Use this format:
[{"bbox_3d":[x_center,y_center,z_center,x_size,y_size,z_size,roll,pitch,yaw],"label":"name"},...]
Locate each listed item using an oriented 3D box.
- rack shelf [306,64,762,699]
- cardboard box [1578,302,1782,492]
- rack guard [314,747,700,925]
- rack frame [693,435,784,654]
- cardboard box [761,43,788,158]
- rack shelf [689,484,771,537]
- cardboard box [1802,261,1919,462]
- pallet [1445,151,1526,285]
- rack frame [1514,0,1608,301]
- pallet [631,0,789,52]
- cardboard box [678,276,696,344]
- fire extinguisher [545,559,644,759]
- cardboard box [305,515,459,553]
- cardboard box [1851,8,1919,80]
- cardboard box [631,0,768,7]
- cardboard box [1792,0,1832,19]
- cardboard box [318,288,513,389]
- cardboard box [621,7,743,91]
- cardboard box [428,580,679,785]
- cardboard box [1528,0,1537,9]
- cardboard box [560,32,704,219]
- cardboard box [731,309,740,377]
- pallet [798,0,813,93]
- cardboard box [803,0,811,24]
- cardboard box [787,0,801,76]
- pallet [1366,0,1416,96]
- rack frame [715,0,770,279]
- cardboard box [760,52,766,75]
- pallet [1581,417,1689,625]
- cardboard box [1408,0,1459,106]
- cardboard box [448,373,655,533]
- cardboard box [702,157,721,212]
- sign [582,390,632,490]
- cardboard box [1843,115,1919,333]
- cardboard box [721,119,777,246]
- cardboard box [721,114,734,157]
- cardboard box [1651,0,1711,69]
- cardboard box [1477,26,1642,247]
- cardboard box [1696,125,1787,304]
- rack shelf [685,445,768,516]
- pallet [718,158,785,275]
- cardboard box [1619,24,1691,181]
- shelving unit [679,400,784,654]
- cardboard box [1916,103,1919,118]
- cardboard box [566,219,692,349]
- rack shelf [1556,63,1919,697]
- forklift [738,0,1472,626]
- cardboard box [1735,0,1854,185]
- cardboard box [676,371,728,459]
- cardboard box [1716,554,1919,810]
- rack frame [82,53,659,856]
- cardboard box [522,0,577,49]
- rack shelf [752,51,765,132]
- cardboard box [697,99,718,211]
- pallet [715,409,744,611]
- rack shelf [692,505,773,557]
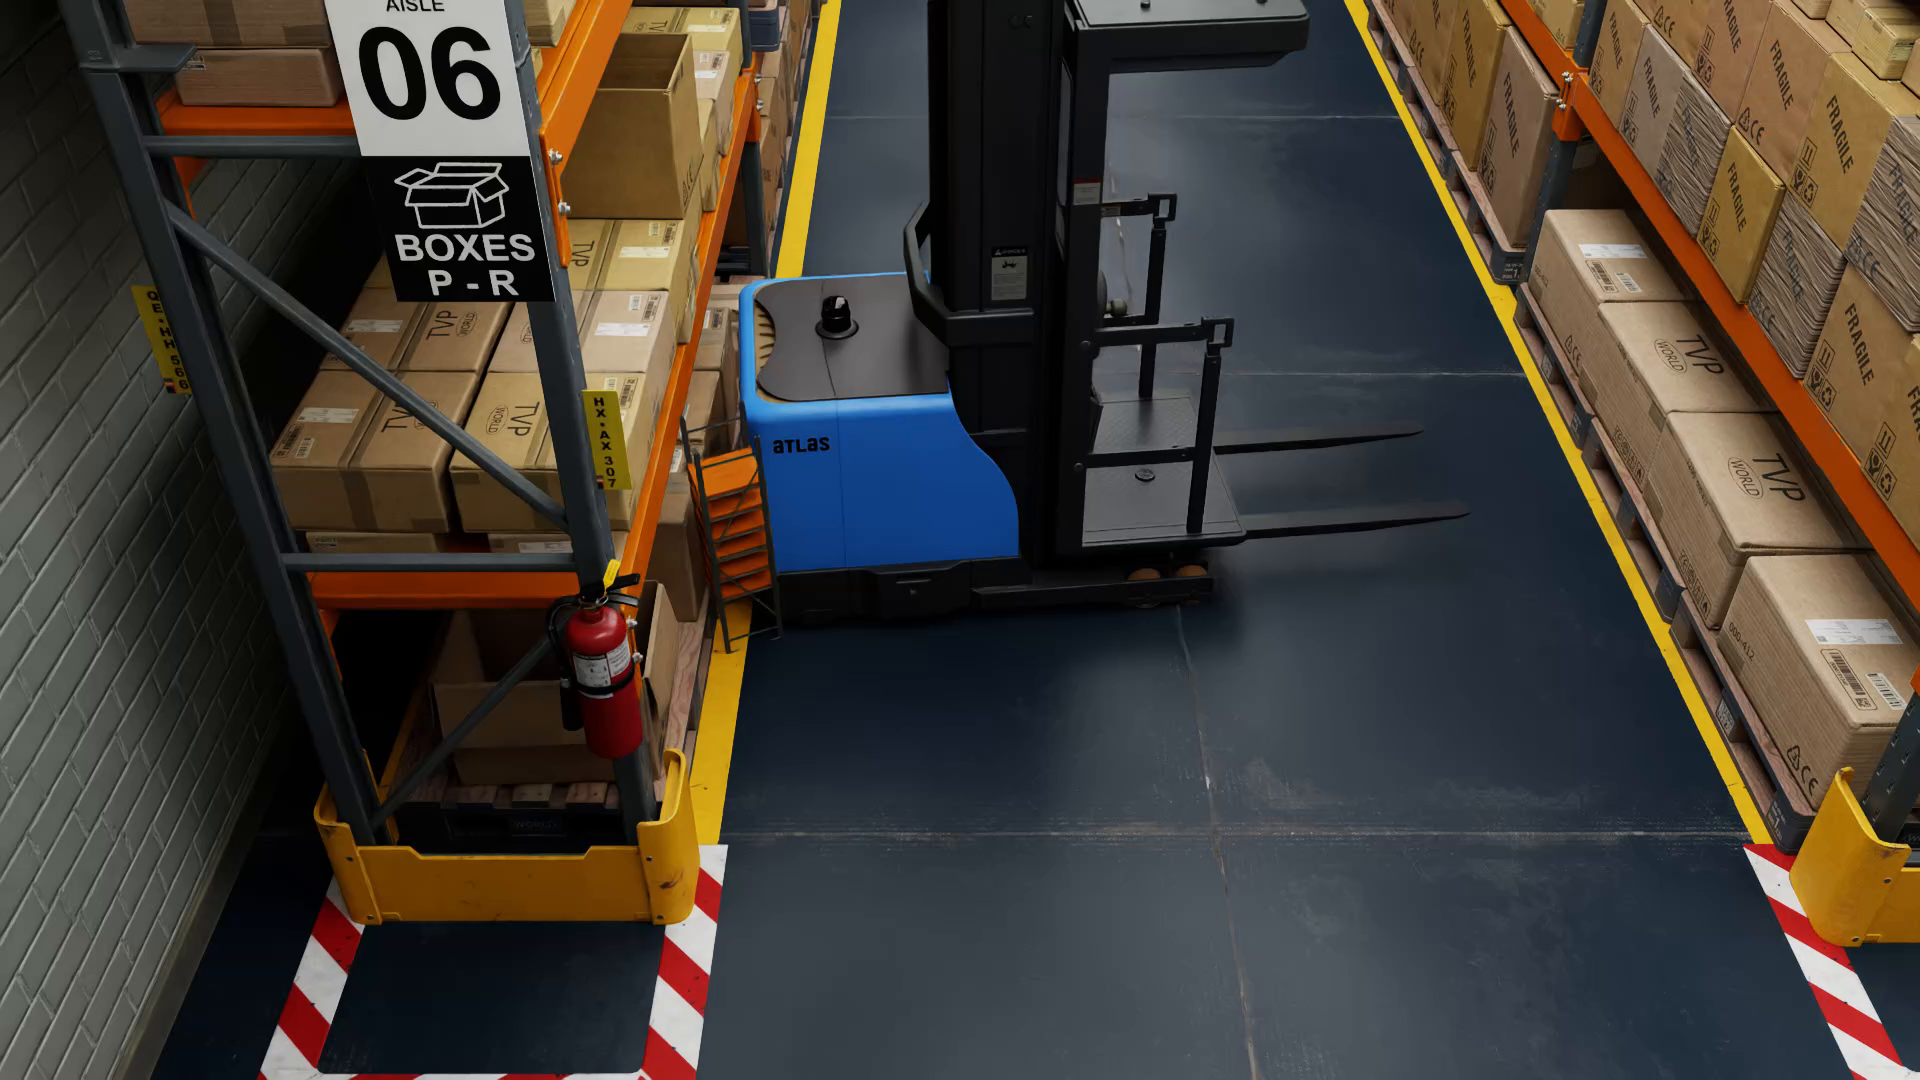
[{"bbox_3d":[-1.500,-0.899,6.549,1.077,0.370,4.000,0,39,0],"label":"rack shelf"},{"bbox_3d":[3.356,-0.648,7.373,0.875,0.438,0.875,-1,39,-1],"label":"cardboard box"},{"bbox_3d":[-1.498,0.999,5.604,1.175,0.500,0.348,0,39,0],"label":"rack guard"},{"bbox_3d":[-0.820,0.048,6.246,0.240,1.200,0.006,-17,53,-14],"label":"rack frame"},{"bbox_3d":[-1.285,-2.567,9.718,0.500,0.500,0.500,-1,39,-1],"label":"cardboard box"},{"bbox_3d":[-0.851,-0.142,6.147,0.258,0.103,0.180,-17,53,-14],"label":"rack shelf"},{"bbox_3d":[3.215,-0.590,5.507,0.500,0.500,0.500,-1,39,-1],"label":"cardboard box"},{"bbox_3d":[3.385,-1.831,9.366,1.003,0.211,1.213,0,39,0],"label":"pallet"},{"bbox_3d":[3.461,-2.437,7.892,1.000,3.000,0.127,0,39,0],"label":"rack frame"},{"bbox_3d":[-1.395,-2.856,8.568,1.003,0.211,1.213,0,39,0],"label":"pallet"},{"bbox_3d":[-1.176,-0.843,6.104,0.380,0.149,0.250,-1,39,-1],"label":"cardboard box"},{"bbox_3d":[-1.036,0.338,4.790,0.296,0.674,0.183,0,39,0],"label":"fire extinguisher"},{"bbox_3d":[-1.767,-0.038,5.100,0.380,0.149,0.250,0,39,-1],"label":"cardboard box"},{"bbox_3d":[3.208,-1.640,5.499,0.380,0.149,0.250,1,39,1],"label":"cardboard box"},{"bbox_3d":[-1.280,-2.936,8.100,0.700,0.500,0.500,1,39,1],"label":"cardboard box"},{"bbox_3d":[3.185,-1.969,5.910,0.380,0.149,0.250,0,39,0],"label":"cardboard box"},{"bbox_3d":[-1.763,-0.597,5.478,0.500,0.250,0.500,0,39,0],"label":"cardboard box"},{"bbox_3d":[-1.258,-2.170,7.441,0.500,0.250,0.500,1,39,1],"label":"cardboard box"},{"bbox_3d":[-1.404,0.498,5.890,0.797,0.503,0.637,-1,39,-2],"label":"cardboard box"},{"bbox_3d":[3.209,-2.977,8.686,0.500,0.250,0.500,-1,39,-1],"label":"cardboard box"},{"bbox_3d":[-1.231,-1.501,6.007,0.500,0.500,0.500,1,39,1],"label":"cardboard box"},{"bbox_3d":[-1.208,-0.956,7.895,0.396,0.266,0.258,1,39,2],"label":"cardboard box"},{"bbox_3d":[-1.544,-3.377,11.295,1.003,0.211,1.213,0,39,0],"label":"pallet"},{"bbox_3d":[-1.292,-3.856,11.327,0.500,0.500,0.500,1,39,1],"label":"cardboard box"},{"bbox_3d":[-1.299,-3.216,10.528,0.500,0.500,0.500,2,39,2],"label":"cardboard box"},{"bbox_3d":[3.382,-3.357,11.270,1.003,0.211,1.213,0,39,0],"label":"pallet"},{"bbox_3d":[-1.503,-2.431,7.885,1.000,3.000,0.127,0,39,0],"label":"rack frame"},{"bbox_3d":[-1.303,-2.758,9.437,0.380,0.149,0.250,0,39,0],"label":"cardboard box"},{"bbox_3d":[3.388,-0.108,7.216,1.003,0.211,1.213,0,39,0],"label":"pallet"},{"bbox_3d":[3.371,-3.283,10.311,0.875,0.875,0.875,0,39,1],"label":"cardboard box"},{"bbox_3d":[-1.229,-0.271,5.071,0.500,0.250,0.500,0,39,0],"label":"cardboard box"},{"bbox_3d":[-1.202,-1.484,6.905,0.380,0.149,0.250,-1,39,-1],"label":"cardboard box"},{"bbox_3d":[-0.956,-0.268,4.493,0.100,0.325,0.005,0,39,0],"label":"sign"},{"bbox_3d":[3.197,-0.993,5.210,0.500,0.500,0.500,0,39,0],"label":"cardboard box"},{"bbox_3d":[-1.278,-1.922,8.913,0.500,0.500,0.500,2,39,2],"label":"cardboard box"},{"bbox_3d":[-1.203,-1.808,7.309,0.380,0.149,0.250,1,39,1],"label":"cardboard box"},{"bbox_3d":[3.214,-2.252,6.782,0.500,0.500,0.500,-1,39,-1],"label":"cardboard box"},{"bbox_3d":[3.380,-2.159,8.909,0.875,0.875,0.875,1,39,1],"label":"cardboard box"},{"bbox_3d":[3.191,-1.234,6.311,0.500,0.500,0.500,1,39,1],"label":"cardboard box"},{"bbox_3d":[-0.849,-0.218,6.054,0.258,0.103,0.180,-17,53,-14],"label":"rack shelf"},{"bbox_3d":[-1.542,-1.851,9.391,1.003,0.211,1.213,0,39,0],"label":"pallet"},{"bbox_3d":[3.196,-1.867,7.102,0.500,0.500,0.500,0,39,0],"label":"cardboard box"},{"bbox_3d":[-0.853,-0.019,6.299,0.258,1.200,0.189,-17,53,-14],"label":"shelving unit"},{"bbox_3d":[3.197,-1.320,5.100,0.380,0.149,0.250,1,39,1],"label":"cardboard box"},{"bbox_3d":[-1.234,-0.903,5.860,0.500,0.250,0.500,-1,39,-1],"label":"cardboard box"},{"bbox_3d":[3.463,-0.905,6.556,1.077,0.370,4.000,0,39,0],"label":"rack shelf"},{"bbox_3d":[0.626,-1.188,6.388,3.031,2.935,1.130,-4,39,-5],"label":"forklift"},{"bbox_3d":[3.201,-1.616,5.989,0.500,0.500,0.500,0,39,0],"label":"cardboard box"},{"bbox_3d":[-1.267,-0.366,6.971,0.500,0.500,0.500,1,39,1],"label":"cardboard box"},{"bbox_3d":[3.365,0.488,5.955,0.875,0.438,0.875,-1,39,-2],"label":"cardboard box"},{"bbox_3d":[-1.498,0.071,4.763,1.000,3.000,0.127,0,39,0],"label":"rack frame"},{"bbox_3d":[-1.225,-1.435,4.126,0.500,0.250,0.500,0,39,-1],"label":"cardboard box"},{"bbox_3d":[-1.505,-3.401,9.670,1.077,0.370,4.000,0,39,0],"label":"rack shelf"},{"bbox_3d":[-1.256,-1.545,6.661,0.500,0.250,0.500,0,39,0],"label":"cardboard box"},{"bbox_3d":[-1.499,-0.148,7.266,1.003,0.211,1.213,0,39,0],"label":"pallet"},{"bbox_3d":[-0.852,-0.066,6.241,0.258,0.103,0.180,-17,53,-14],"label":"rack shelf"}]
